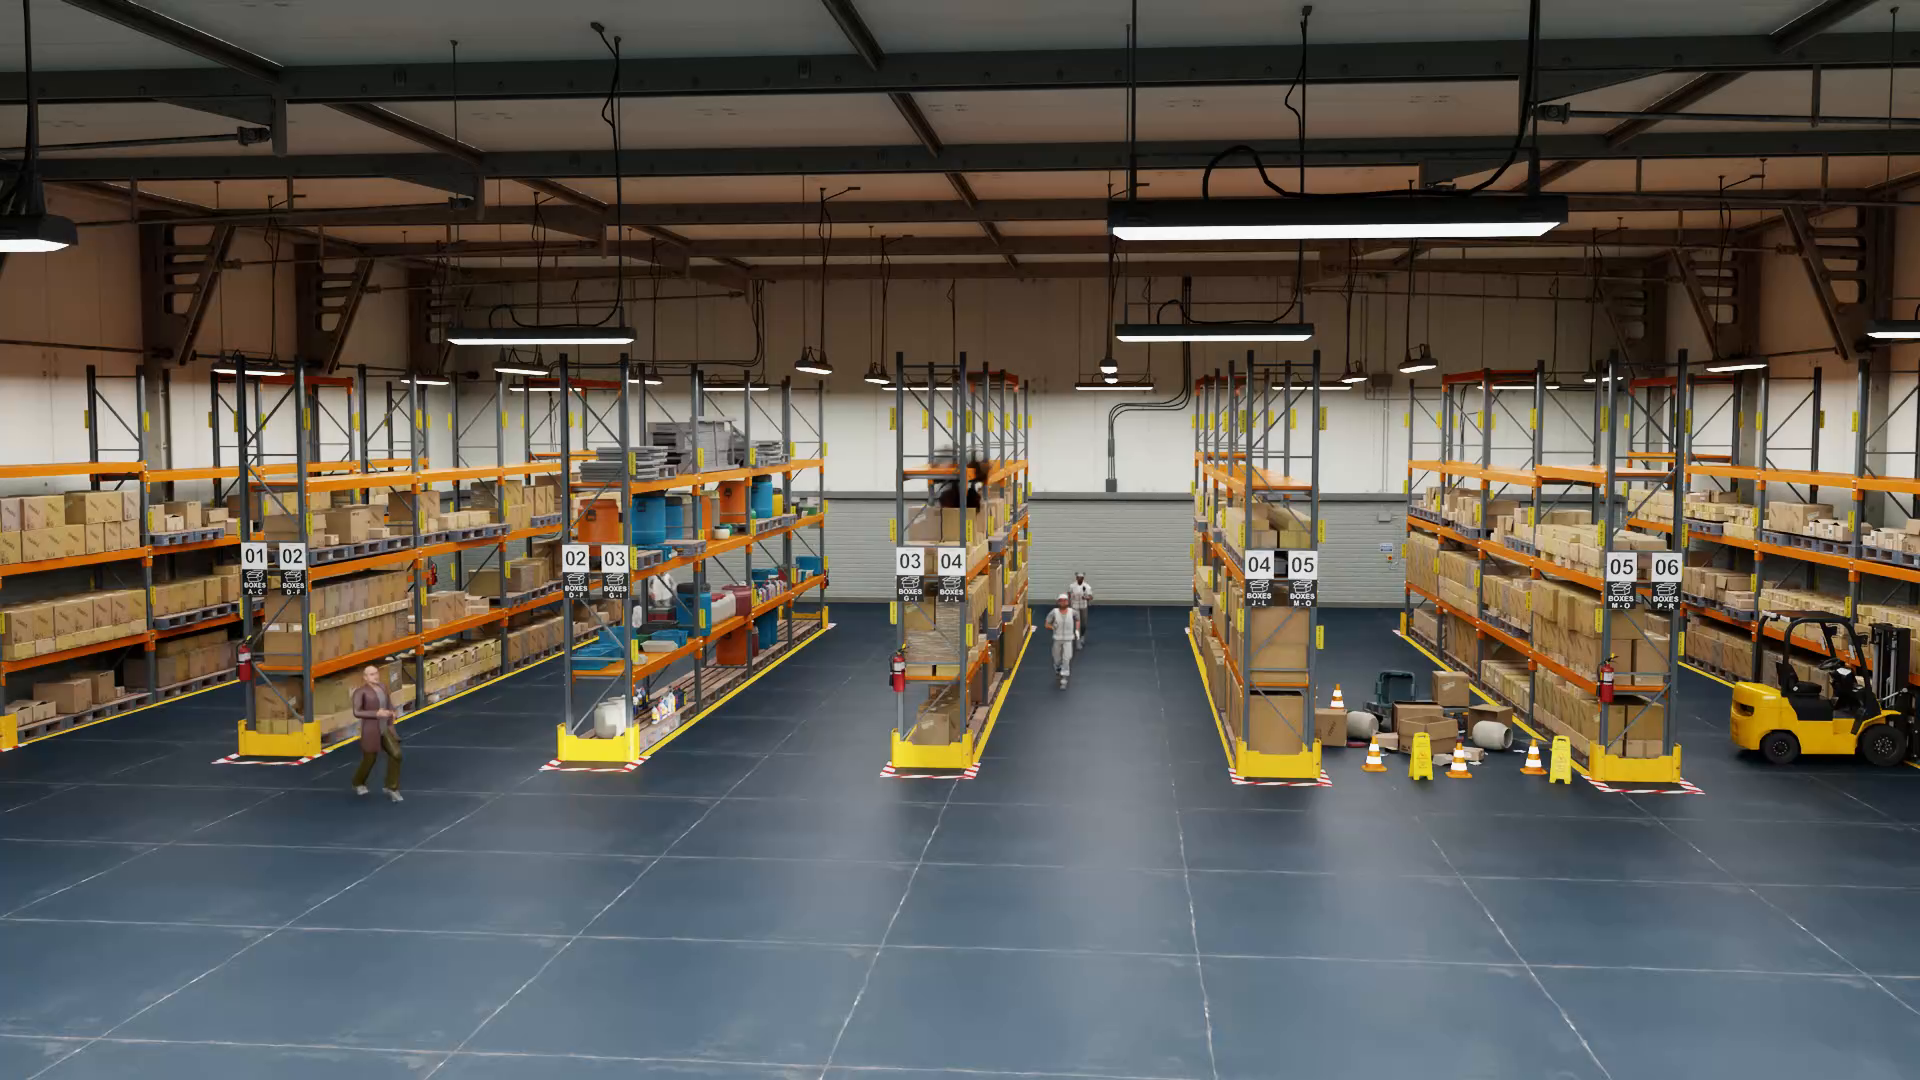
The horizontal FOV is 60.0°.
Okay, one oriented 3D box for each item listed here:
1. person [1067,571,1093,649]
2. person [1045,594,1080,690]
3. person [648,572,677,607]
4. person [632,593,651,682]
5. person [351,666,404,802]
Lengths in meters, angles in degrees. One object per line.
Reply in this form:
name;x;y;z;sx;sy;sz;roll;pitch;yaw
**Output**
person;2.657;1.518;36.799;0.574;1.683;0.920;0;4;3
person;1.923;1.882;31.177;0.668;1.770;0.908;0;4;3
person;-6.987;1.381;38.971;0.714;1.760;0.627;-1;4;-12
person;-6.123;1.874;32.383;0.588;1.745;0.803;0;4;1
person;-7.740;2.569;22.050;0.867;1.822;0.723;3;5;37
